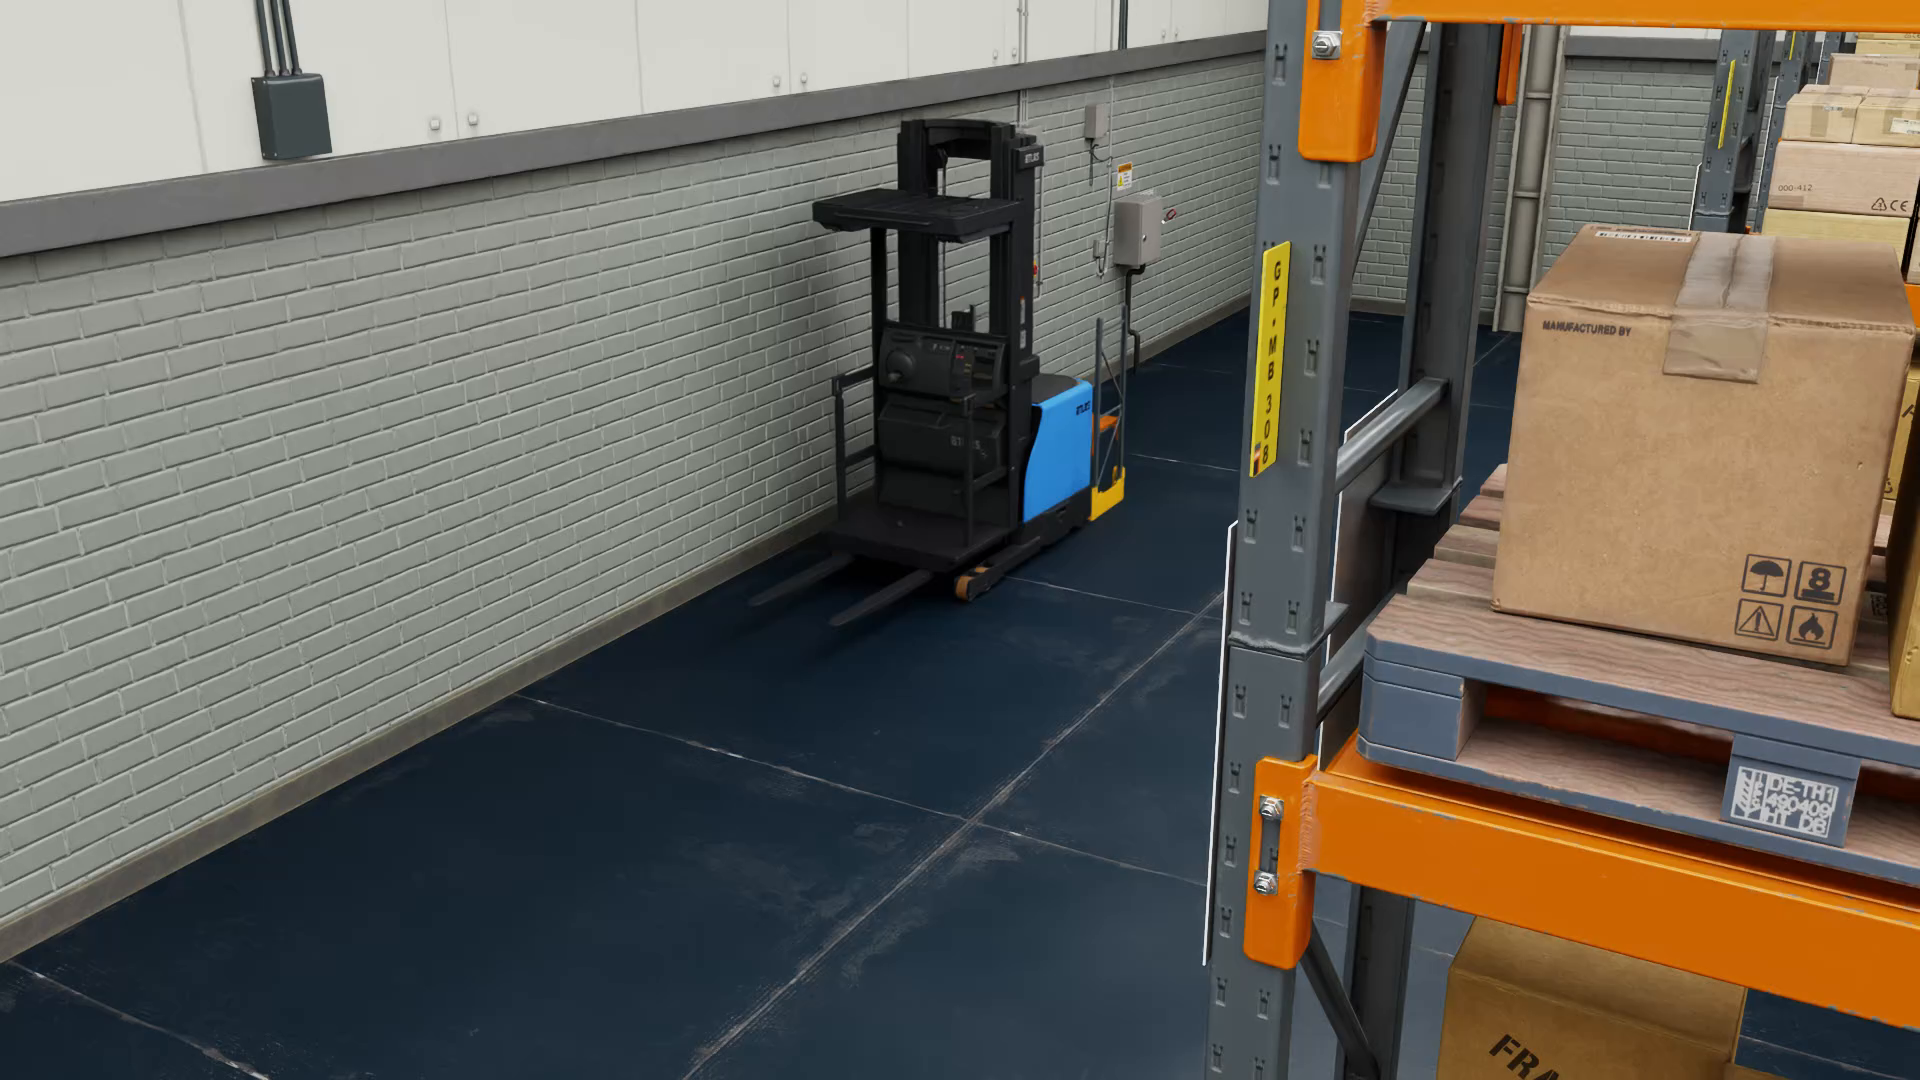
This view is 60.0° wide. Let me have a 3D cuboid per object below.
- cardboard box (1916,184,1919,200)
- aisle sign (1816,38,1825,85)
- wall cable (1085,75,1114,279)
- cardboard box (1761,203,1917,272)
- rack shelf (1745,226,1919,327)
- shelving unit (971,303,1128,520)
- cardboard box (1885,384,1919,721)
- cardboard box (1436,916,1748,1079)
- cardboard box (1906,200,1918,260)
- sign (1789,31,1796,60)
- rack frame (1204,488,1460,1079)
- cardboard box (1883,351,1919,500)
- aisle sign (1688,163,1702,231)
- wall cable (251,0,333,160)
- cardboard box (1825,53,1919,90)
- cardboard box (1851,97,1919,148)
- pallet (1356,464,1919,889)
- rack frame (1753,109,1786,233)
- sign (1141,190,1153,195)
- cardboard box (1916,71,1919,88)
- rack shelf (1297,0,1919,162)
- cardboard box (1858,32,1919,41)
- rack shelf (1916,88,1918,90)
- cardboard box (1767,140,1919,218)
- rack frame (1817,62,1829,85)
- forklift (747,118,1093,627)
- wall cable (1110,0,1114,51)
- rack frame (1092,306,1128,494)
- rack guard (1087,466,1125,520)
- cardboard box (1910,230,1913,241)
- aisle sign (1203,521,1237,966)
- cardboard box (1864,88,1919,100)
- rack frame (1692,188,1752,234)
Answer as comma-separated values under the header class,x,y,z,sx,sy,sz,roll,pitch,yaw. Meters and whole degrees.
class,x,y,z,sx,sy,sz,roll,pitch,yaw
cardboard box,3.752,-1.596,6.954,0.500,0.250,0.500,10,22,26
aisle sign,7.767,-4.137,15.059,0.004,0.787,0.394,11,23,27
wall cable,1.299,-3.345,15.199,0.122,1.984,0.588,11,23,27
cardboard box,3.493,-1.211,6.626,0.500,0.250,0.500,12,23,29
rack shelf,4.972,-0.762,6.222,4.000,0.370,1.077,11,23,27
shelving unit,0.648,-1.024,12.489,1.083,1.500,0.587,11,22,27
cardboard box,1.631,-0.064,2.335,0.500,0.500,0.700,10,22,25
cardboard box,1.272,1.018,3.343,0.500,0.500,0.500,11,23,28
cardboard box,3.752,-1.365,7.051,0.500,0.250,0.500,10,22,26
sign,5.276,-3.207,10.510,0.005,0.325,0.100,11,23,27
rack frame,0.719,1.437,3.504,0.127,3.000,1.000,11,23,27
cardboard box,3.932,-0.444,6.640,0.500,0.500,0.500,12,23,29
aisle sign,3.016,-1.167,6.872,0.004,0.787,0.394,11,23,27
wall cable,-2.537,-4.862,7.353,0.120,5.999,2.277,11,23,27
cardboard box,5.989,-3.049,10.930,0.500,0.250,0.500,9,22,22
cardboard box,3.611,-1.615,6.422,0.250,0.149,0.380,12,23,29
pallet,1.372,0.189,2.676,1.213,0.211,1.003,11,23,27
rack frame,5.552,-1.513,11.637,0.127,3.000,1.000,11,23,27
sign,1.830,-3.181,16.376,0.001,0.494,0.329,11,23,27
cardboard box,8.592,-4.077,14.676,0.250,0.149,0.380,11,23,28
rack shelf,2.465,-0.524,1.755,4.000,0.370,1.077,11,23,27
cardboard box,8.234,-4.557,14.681,0.500,0.250,0.500,11,22,27
rack shelf,9.715,-3.730,14.406,4.000,0.370,1.077,11,23,27
cardboard box,3.491,-1.445,6.538,0.500,0.250,0.500,11,23,28
rack frame,7.969,-2.991,15.712,0.127,3.000,1.000,11,23,27
forklift,-0.233,-1.161,10.769,1.130,2.935,3.031,12,23,29
wall cable,0.818,-5.419,13.606,0.029,3.000,2.355,11,23,27
rack frame,1.102,-0.940,12.256,0.032,1.500,0.500,11,22,27
rack guard,1.085,-0.355,12.477,0.087,0.250,0.587,11,22,27
cardboard box,6.287,-1.781,10.764,0.500,0.500,0.500,10,22,26
aisle sign,0.510,0.293,2.847,0.004,0.787,0.394,11,23,27
cardboard box,3.838,-1.753,6.802,0.250,0.149,0.380,11,23,28
rack frame,3.226,-0.022,7.528,0.127,3.000,1.000,11,23,27
